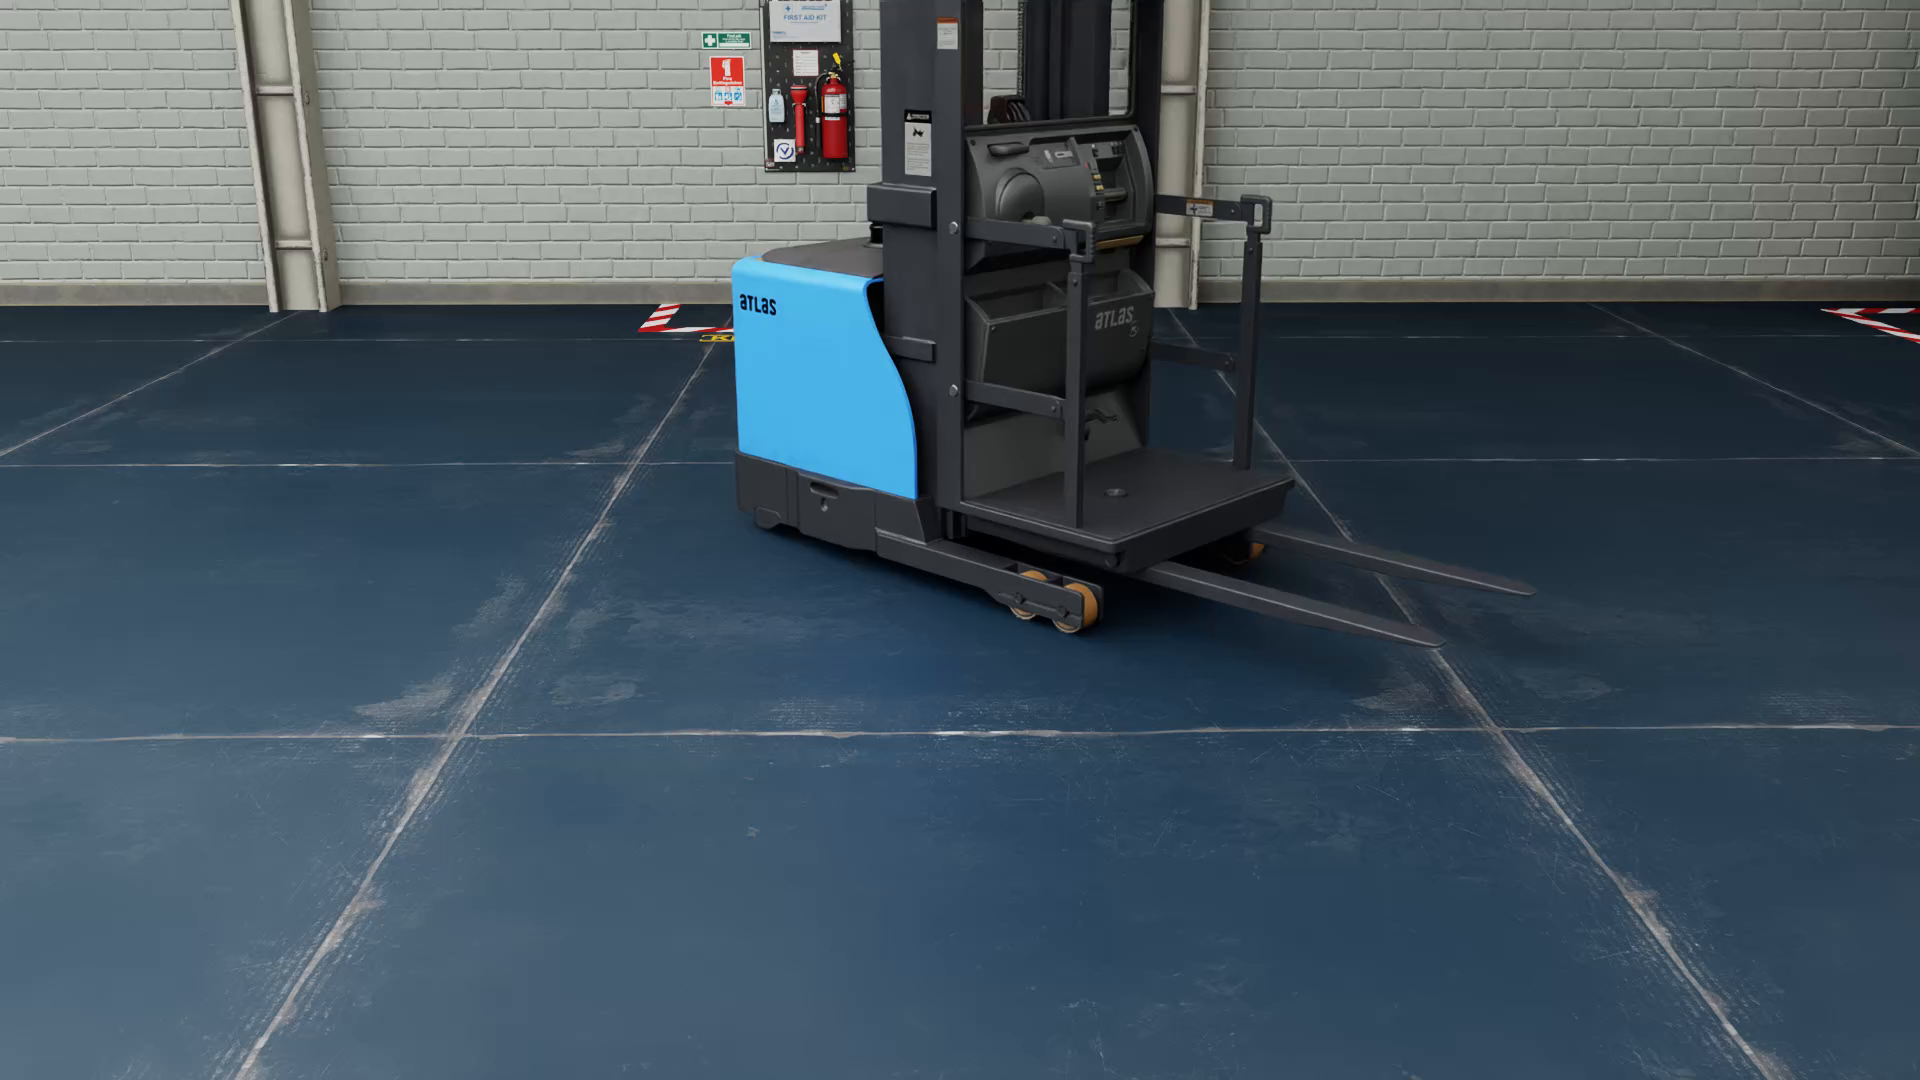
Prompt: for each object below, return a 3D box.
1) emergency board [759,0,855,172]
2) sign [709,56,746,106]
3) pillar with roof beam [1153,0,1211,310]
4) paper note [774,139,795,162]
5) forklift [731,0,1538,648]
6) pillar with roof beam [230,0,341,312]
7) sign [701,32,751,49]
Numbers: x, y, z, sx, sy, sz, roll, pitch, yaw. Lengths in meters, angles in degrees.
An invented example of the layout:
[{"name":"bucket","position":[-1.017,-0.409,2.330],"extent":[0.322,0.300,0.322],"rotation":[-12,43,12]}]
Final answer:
[{"name":"emergency board","position":[-1.025,-3.073,11.216],"extent":[0.643,1.169,0.194],"rotation":[0,18,-1]},{"name":"sign","position":[-1.579,-3.119,11.300],"extent":[0.234,0.329,0.001],"rotation":[0,18,-1]},{"name":"pillar with roof beam","position":[1.514,-4.615,6.201],"extent":[0.400,9.000,9.100],"rotation":[0,18,-1]},{"name":"paper note","position":[-1.203,-2.674,11.413],"extent":[0.142,0.148,0.016],"rotation":[0,18,-1]},{"name":"forklift","position":[0.517,-1.263,5.686],"extent":[3.031,2.935,1.130],"rotation":[16,24,41]},{"name":"pillar with roof beam","position":[-4.485,-4.586,6.111],"extent":[0.400,9.000,9.100],"rotation":[0,18,-1]},{"name":"sign","position":[-1.575,-3.368,11.211],"extent":[0.331,0.109,0.001],"rotation":[0,18,-1]}]
